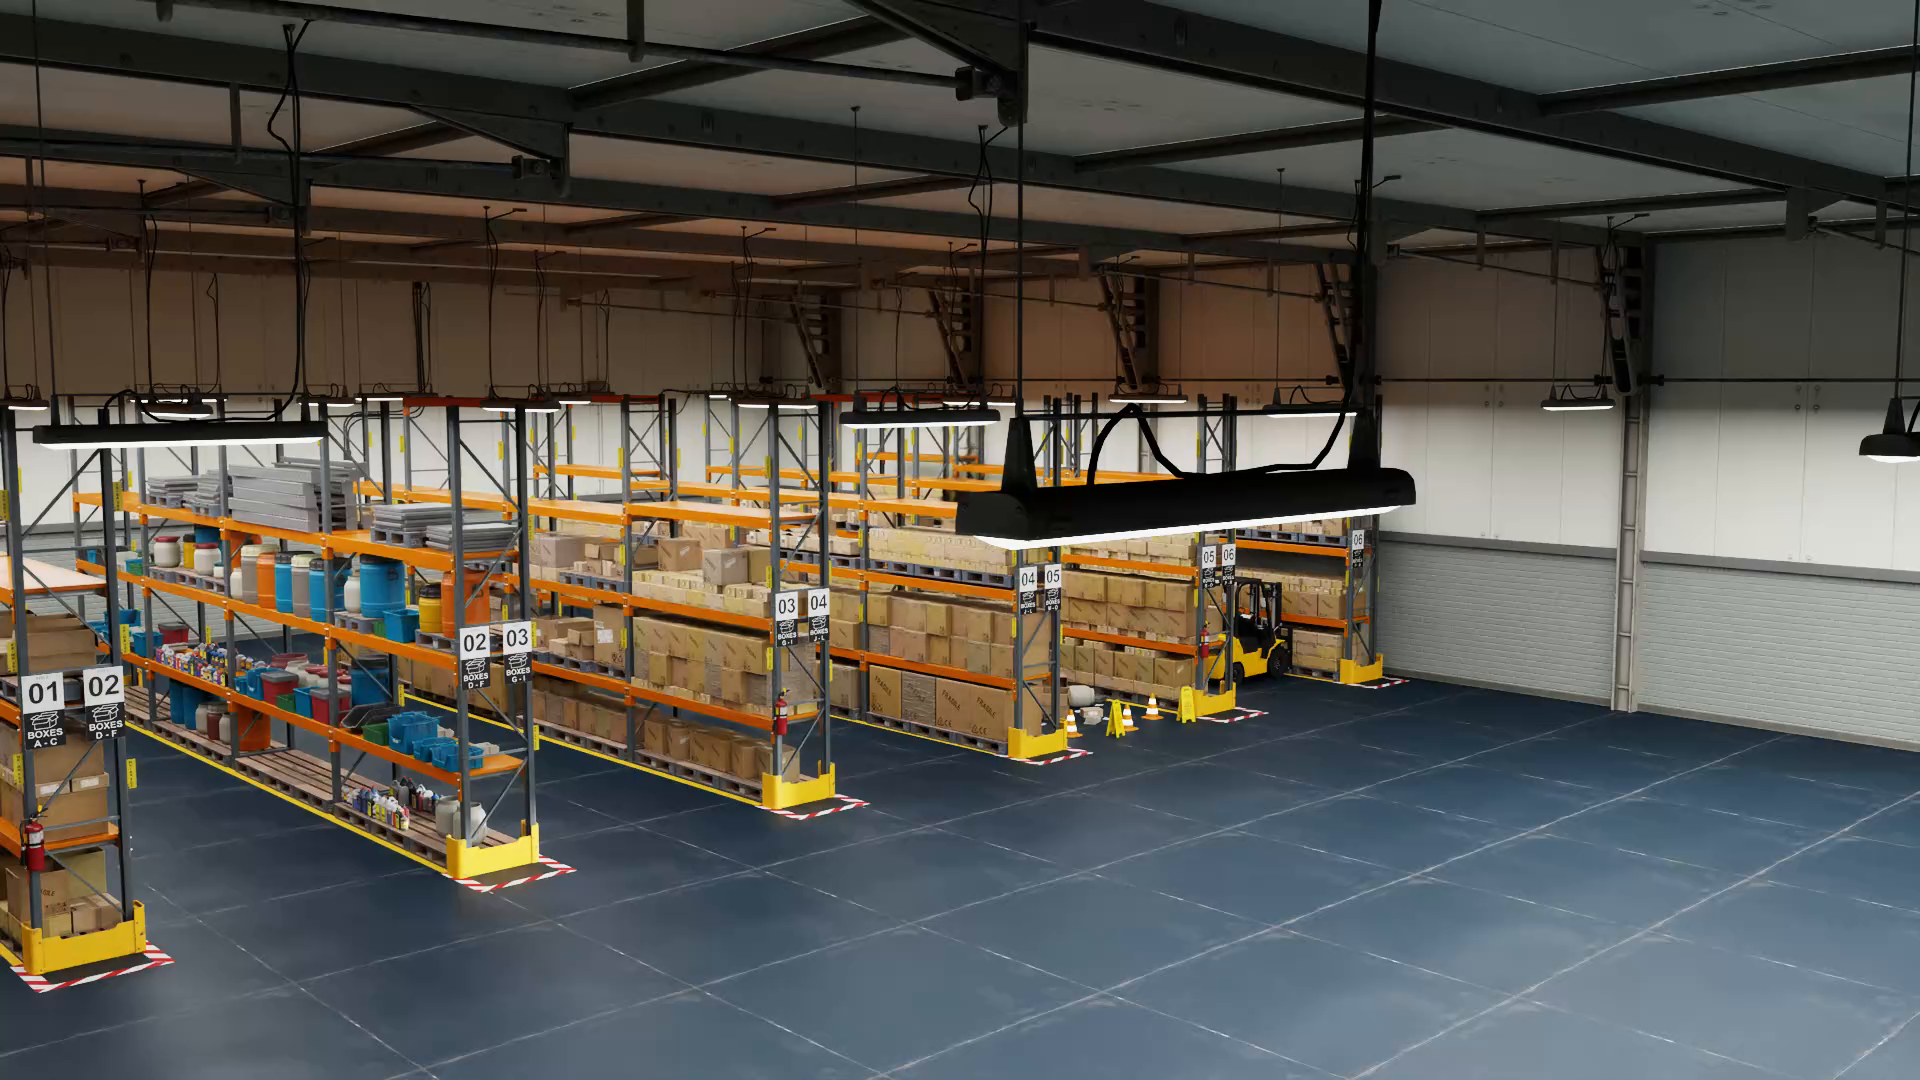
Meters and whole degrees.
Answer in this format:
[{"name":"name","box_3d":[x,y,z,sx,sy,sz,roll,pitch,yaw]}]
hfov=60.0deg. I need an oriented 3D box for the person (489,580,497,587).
[{"name":"person","box_3d":[-11.064,1.754,38.958,0.799,1.729,0.656,-1,6,-10]}]
